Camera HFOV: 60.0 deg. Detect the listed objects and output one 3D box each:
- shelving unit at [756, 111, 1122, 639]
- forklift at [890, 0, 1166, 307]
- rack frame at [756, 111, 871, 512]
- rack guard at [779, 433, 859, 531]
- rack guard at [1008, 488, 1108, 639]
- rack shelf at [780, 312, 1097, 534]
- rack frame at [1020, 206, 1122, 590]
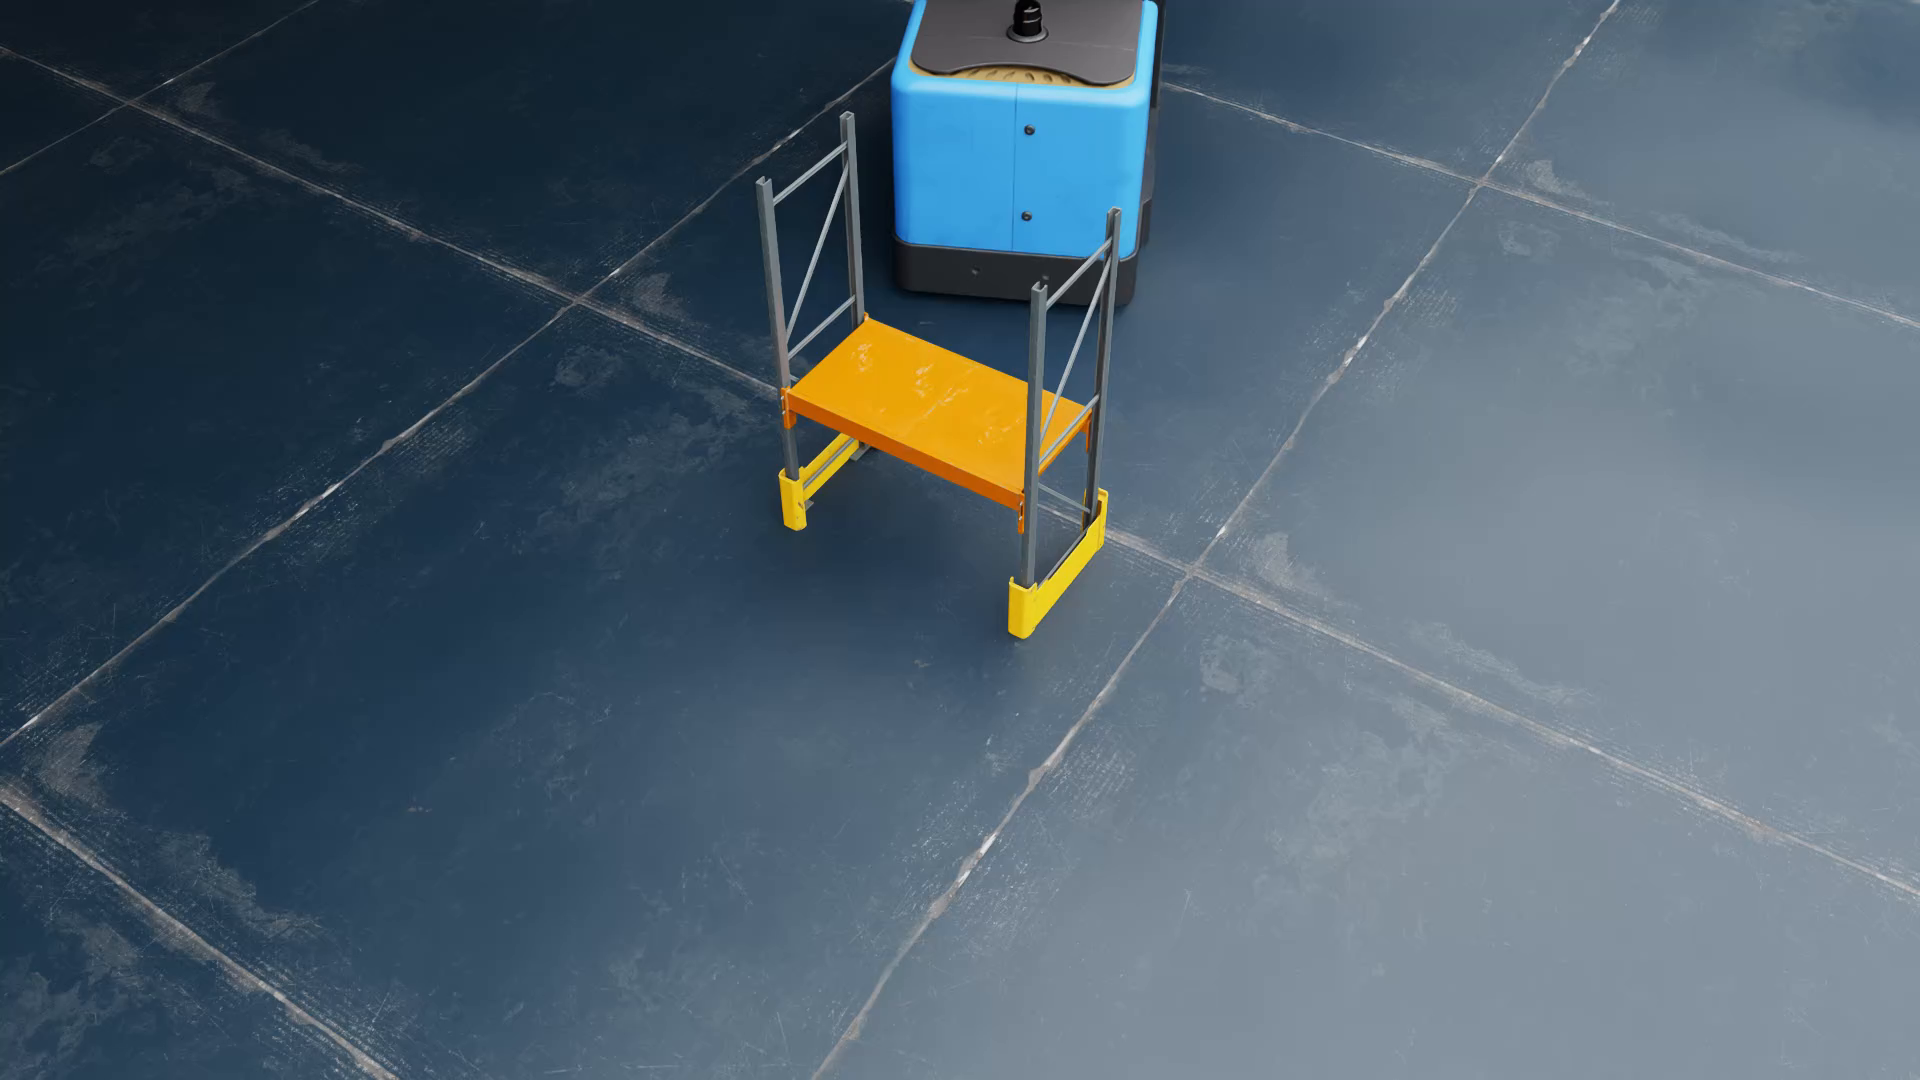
[{"bbox_3d":[-0.064,-0.552,5.741,1.083,1.500,0.587,25,51,22],"label":"shelving unit"},{"bbox_3d":[0.420,-3.083,7.202,1.130,2.935,3.031,6,46,5],"label":"forklift"},{"bbox_3d":[-0.500,-0.753,5.935,0.032,1.500,0.500,25,51,22],"label":"rack frame"},{"bbox_3d":[-0.483,-0.309,6.376,0.087,0.250,0.587,25,51,22],"label":"rack guard"},{"bbox_3d":[0.355,0.076,6.002,0.087,0.250,0.587,25,51,22],"label":"rack guard"},{"bbox_3d":[-0.072,-0.430,5.873,1.000,0.185,0.538,25,51,22],"label":"rack shelf"},{"bbox_3d":[0.356,-0.359,5.553,0.032,1.500,0.500,25,51,22],"label":"rack frame"}]
